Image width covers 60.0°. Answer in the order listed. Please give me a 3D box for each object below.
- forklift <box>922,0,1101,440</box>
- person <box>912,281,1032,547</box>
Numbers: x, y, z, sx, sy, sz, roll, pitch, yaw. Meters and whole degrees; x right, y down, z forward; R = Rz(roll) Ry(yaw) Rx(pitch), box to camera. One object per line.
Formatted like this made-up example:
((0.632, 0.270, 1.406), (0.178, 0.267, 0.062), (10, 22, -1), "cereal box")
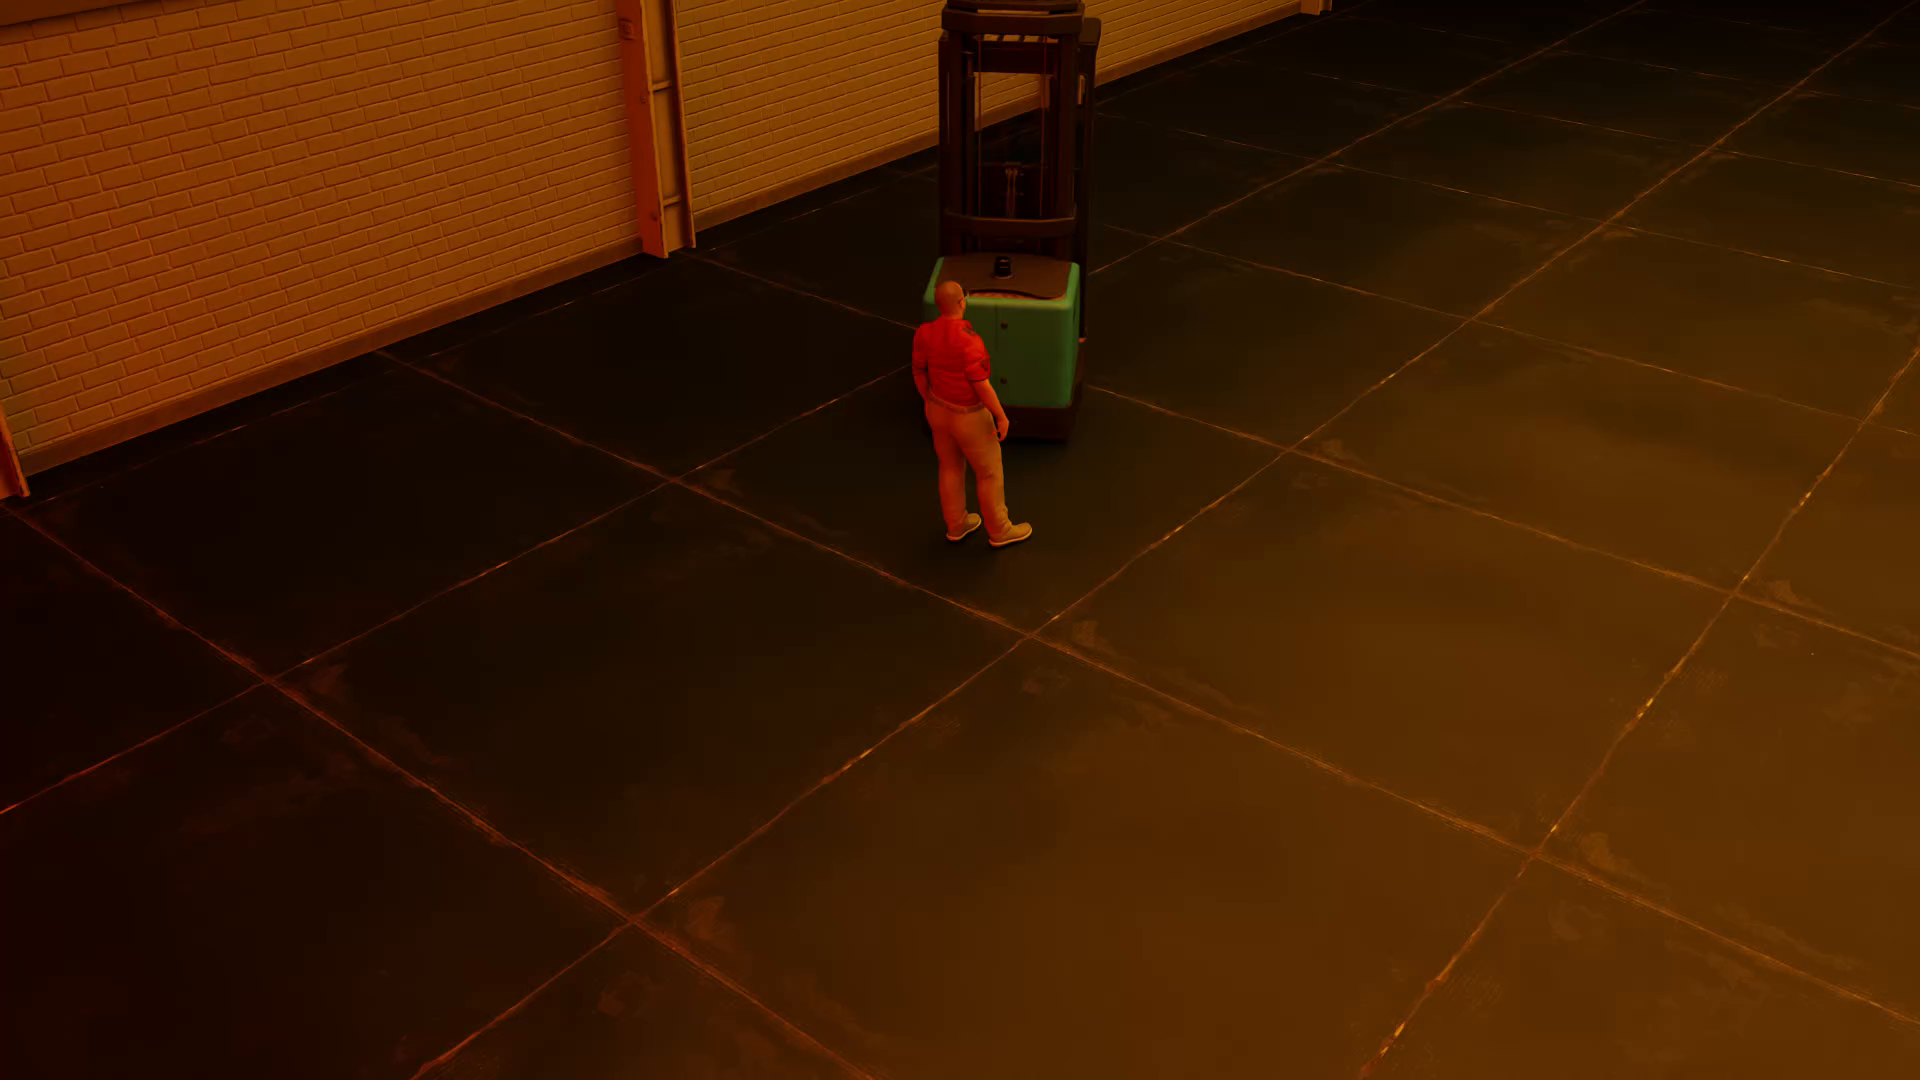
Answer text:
((0.426, -2.684, 12.188), (1.130, 2.935, 3.031), (4, 30, 6), "forklift")
((0.066, -0.784, 10.114), (0.640, 1.727, 0.551), (22, 37, 33), "person")
